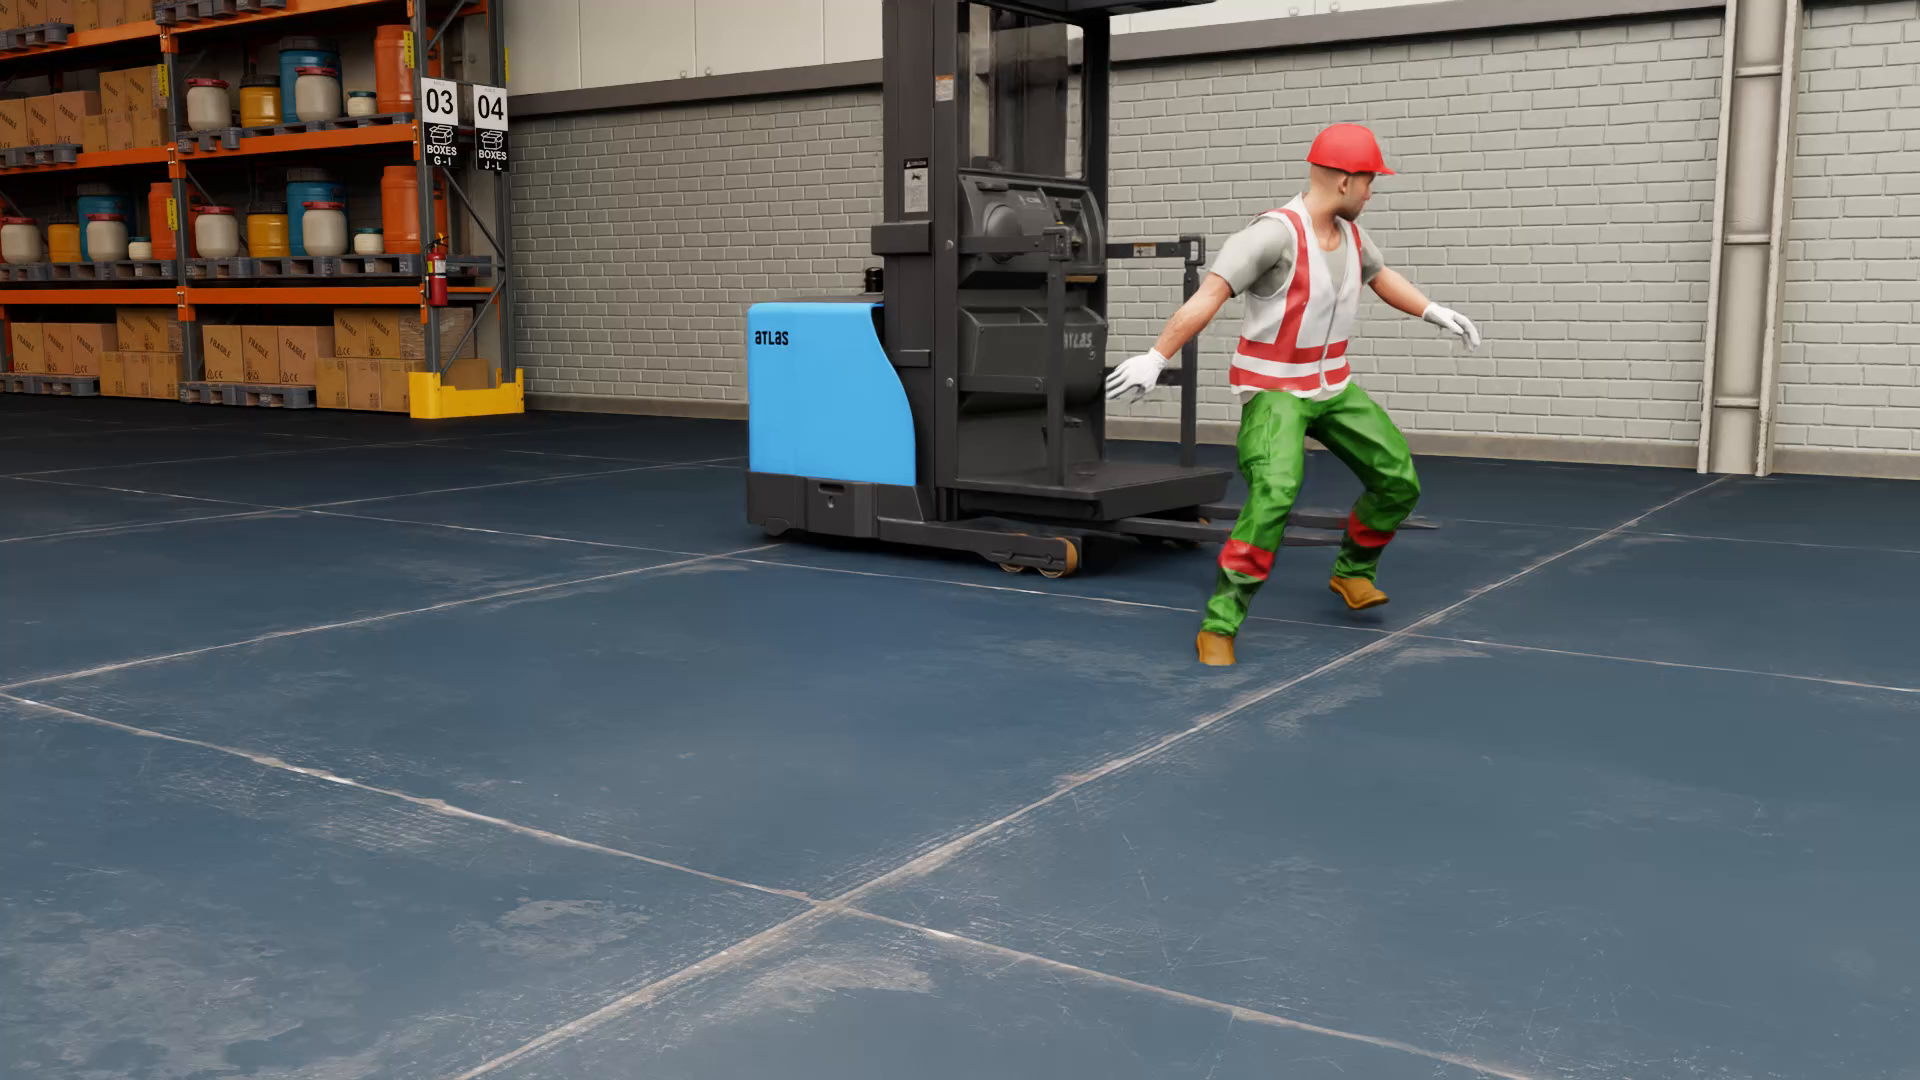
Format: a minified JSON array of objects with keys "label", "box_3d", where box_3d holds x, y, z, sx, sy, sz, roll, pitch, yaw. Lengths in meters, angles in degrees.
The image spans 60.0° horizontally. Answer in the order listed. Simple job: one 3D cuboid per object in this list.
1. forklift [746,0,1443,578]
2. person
[{"label":"forklift","box_3d":[0.480,-1.384,6.923,3.031,2.935,1.130,7,10,39]},{"label":"person","box_3d":[1.063,-0.427,5.280,1.128,1.732,0.579,-5,10,-33]}]
